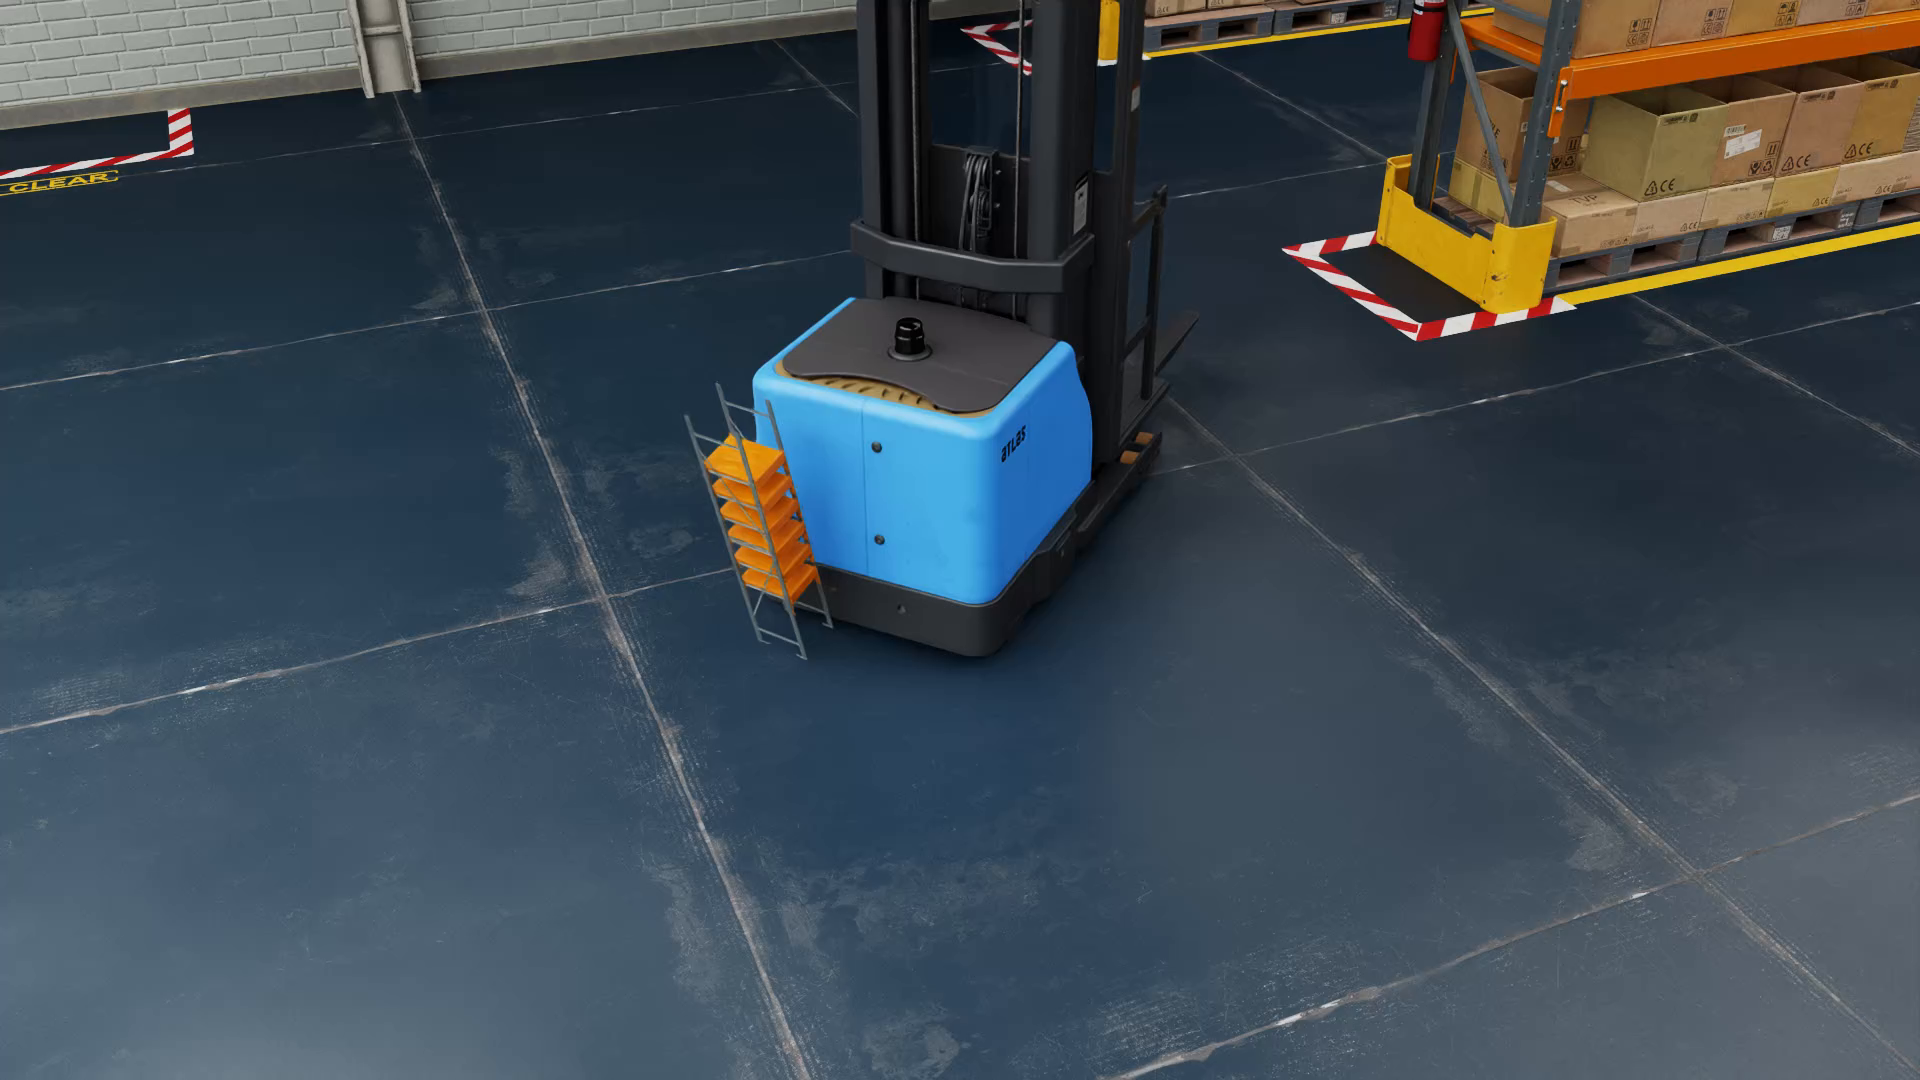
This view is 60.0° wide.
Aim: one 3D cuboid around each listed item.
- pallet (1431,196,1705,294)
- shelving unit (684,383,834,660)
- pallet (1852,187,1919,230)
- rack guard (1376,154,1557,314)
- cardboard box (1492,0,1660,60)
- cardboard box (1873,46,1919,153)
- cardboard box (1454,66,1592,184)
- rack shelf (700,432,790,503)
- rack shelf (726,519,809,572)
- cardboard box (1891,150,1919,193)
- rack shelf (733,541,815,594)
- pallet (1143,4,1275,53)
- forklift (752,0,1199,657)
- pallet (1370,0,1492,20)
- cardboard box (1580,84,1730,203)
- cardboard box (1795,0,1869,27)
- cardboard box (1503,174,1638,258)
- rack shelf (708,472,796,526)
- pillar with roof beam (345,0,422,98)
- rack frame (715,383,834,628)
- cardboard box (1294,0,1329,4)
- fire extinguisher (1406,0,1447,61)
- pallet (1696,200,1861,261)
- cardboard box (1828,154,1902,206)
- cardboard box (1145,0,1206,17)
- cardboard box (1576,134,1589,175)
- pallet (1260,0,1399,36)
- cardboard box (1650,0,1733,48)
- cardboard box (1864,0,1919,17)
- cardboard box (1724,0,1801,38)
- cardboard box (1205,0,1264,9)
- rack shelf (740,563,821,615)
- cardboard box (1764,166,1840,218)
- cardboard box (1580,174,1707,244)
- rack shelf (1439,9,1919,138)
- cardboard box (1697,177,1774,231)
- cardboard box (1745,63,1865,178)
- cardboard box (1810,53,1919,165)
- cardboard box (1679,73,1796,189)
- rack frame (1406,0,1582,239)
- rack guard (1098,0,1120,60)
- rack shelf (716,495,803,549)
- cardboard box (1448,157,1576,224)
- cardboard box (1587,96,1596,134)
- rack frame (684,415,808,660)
[{"bbox_3d":[3.583,-1.840,9.885,1.213,0.211,1.003,-13,35,-19],"label":"pallet"},{"bbox_3d":[-0.732,-0.042,6.205,0.258,1.200,0.189,19,52,26],"label":"shelving unit"},{"bbox_3d":[5.833,-2.356,10.677,1.213,0.211,1.003,-13,35,-19],"label":"pallet"},{"bbox_3d":[2.872,-1.774,9.518,0.348,0.500,1.175,-13,35,-19],"label":"rack guard"},{"bbox_3d":[3.329,-2.961,8.958,0.500,0.500,0.700,-13,35,-19],"label":"cardboard box"},{"bbox_3d":[5.773,-2.702,10.100,0.500,0.500,0.500,-13,35,-19],"label":"cardboard box"},{"bbox_3d":[3.273,-2.427,9.679,0.500,0.500,0.500,-13,35,-19],"label":"cardboard box"},{"bbox_3d":[-0.773,-0.262,5.982,0.258,0.103,0.180,19,52,26],"label":"rack shelf"},{"bbox_3d":[-0.726,-0.011,6.236,0.258,0.103,0.180,19,52,26],"label":"rack shelf"},{"bbox_3d":[5.774,-2.386,10.303,0.500,0.250,0.500,-13,35,-19],"label":"cardboard box"},{"bbox_3d":[-0.710,0.073,6.321,0.258,0.103,0.180,19,52,26],"label":"rack shelf"},{"bbox_3d":[1.806,-4.318,13.693,1.213,0.211,1.003,-13,35,-19],"label":"pallet"},{"bbox_3d":[0.291,-1.565,6.968,1.130,2.935,3.031,15,36,21],"label":"forklift"},{"bbox_3d":[4.055,-4.833,14.484,1.213,0.211,1.003,-13,35,-19],"label":"pallet"},{"bbox_3d":[3.935,-2.272,9.441,0.500,0.500,0.500,-13,35,-19],"label":"cardboard box"},{"bbox_3d":[4.756,-3.289,9.463,0.500,0.500,0.700,-12,35,-18],"label":"cardboard box"},{"bbox_3d":[3.474,-1.852,9.481,0.500,0.250,0.500,-13,35,-19],"label":"cardboard box"},{"bbox_3d":[-0.758,-0.178,6.067,0.258,0.103,0.180,19,52,26],"label":"rack shelf"},{"bbox_3d":[-2.582,-4.983,6.657,0.400,9.000,9.100,-13,35,-19],"label":"pillar with roof beam"},{"bbox_3d":[-0.685,-0.102,6.256,0.240,1.200,0.006,19,52,26],"label":"rack frame"},{"bbox_3d":[2.867,-4.804,13.772,0.500,0.500,0.700,-15,36,-22],"label":"cardboard box"},{"bbox_3d":[2.605,-3.003,9.186,0.183,0.674,0.296,-13,35,-19],"label":"fire extinguisher"},{"bbox_3d":[4.706,-2.096,10.278,1.213,0.211,1.003,-13,35,-19],"label":"pallet"},{"bbox_3d":[5.319,-2.273,10.130,0.500,0.250,0.500,-13,35,-19],"label":"cardboard box"},{"bbox_3d":[1.646,-4.475,13.439,0.500,0.311,0.500,-17,37,-24],"label":"cardboard box"},{"bbox_3d":[3.730,-2.224,10.053,0.500,0.250,0.500,-13,35,-19],"label":"cardboard box"},{"bbox_3d":[2.929,-4.573,14.085,1.213,0.211,1.003,-13,35,-19],"label":"pallet"},{"bbox_3d":[3.812,-3.074,9.132,0.500,0.500,0.700,-12,35,-18],"label":"cardboard box"},{"bbox_3d":[5.227,-3.398,9.630,0.500,0.500,0.700,-12,35,-18],"label":"cardboard box"},{"bbox_3d":[4.272,-3.176,9.289,0.500,0.500,0.700,-13,35,-19],"label":"cardboard box"},{"bbox_3d":[2.171,-4.595,13.624,0.500,0.311,0.500,-10,34,-15],"label":"cardboard box"},{"bbox_3d":[-0.695,0.156,6.405,0.258,0.103,0.180,19,52,26],"label":"rack shelf"},{"bbox_3d":[4.858,-2.167,9.967,0.500,0.250,0.500,-13,35,-19],"label":"cardboard box"},{"bbox_3d":[3.934,-1.959,9.647,0.500,0.250,0.500,-13,35,-19],"label":"cardboard box"},{"bbox_3d":[4.738,-2.947,9.689,4.000,0.370,1.077,-13,35,-19],"label":"rack shelf"},{"bbox_3d":[4.395,-2.064,9.808,0.500,0.250,0.500,-13,35,-19],"label":"cardboard box"},{"bbox_3d":[4.859,-2.481,9.762,0.500,0.500,0.500,-13,35,-19],"label":"cardboard box"},{"bbox_3d":[5.314,-2.594,9.935,0.500,0.500,0.500,-13,35,-19],"label":"cardboard box"},{"bbox_3d":[4.391,-2.384,9.613,0.500,0.500,0.500,-13,35,-19],"label":"cardboard box"},{"bbox_3d":[2.894,-2.827,8.844,0.127,3.000,1.000,-13,35,-19],"label":"rack frame"},{"bbox_3d":[1.043,-4.285,13.378,0.348,0.500,1.175,-13,35,-19],"label":"rack guard"},{"bbox_3d":[-0.742,-0.095,6.152,0.258,0.103,0.180,19,52,26],"label":"rack shelf"},{"bbox_3d":[3.274,-2.112,9.882,0.500,0.250,0.500,-13,35,-19],"label":"cardboard box"},{"bbox_3d":[4.189,-2.646,10.015,0.500,0.500,0.500,-13,35,-19],"label":"cardboard box"},{"bbox_3d":[-0.779,0.018,6.154,0.240,1.200,0.006,19,52,26],"label":"rack frame"}]
